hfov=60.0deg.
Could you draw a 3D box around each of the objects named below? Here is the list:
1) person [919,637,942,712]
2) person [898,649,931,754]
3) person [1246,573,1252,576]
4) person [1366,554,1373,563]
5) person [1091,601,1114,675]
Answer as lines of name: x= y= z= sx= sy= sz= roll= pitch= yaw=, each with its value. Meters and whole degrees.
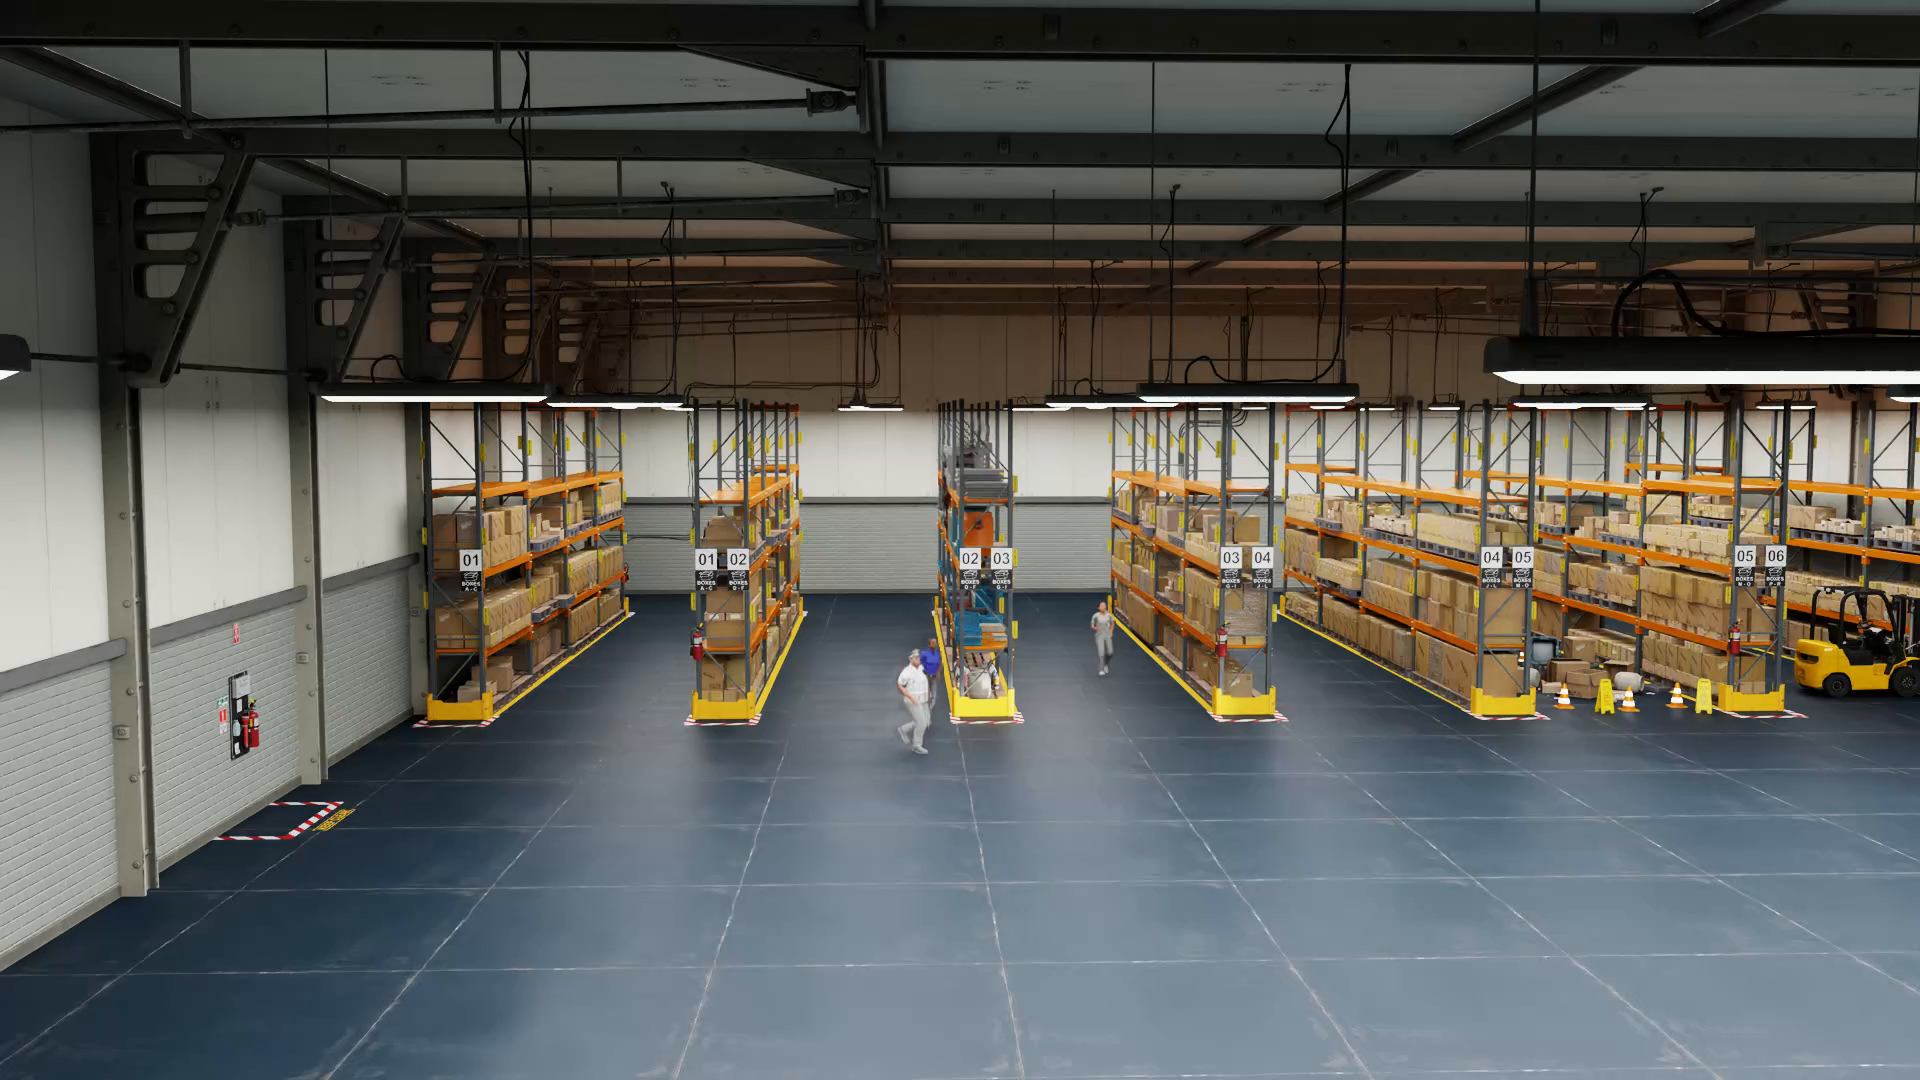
person: x=-0.594 y=2.604 z=30.766 sx=0.587 sy=1.598 sz=0.533 roll=-3 pitch=5 yaw=-38
person: x=-0.794 y=2.717 z=28.212 sx=0.635 sy=1.766 sz=0.658 roll=3 pitch=5 yaw=33
person: x=8.052 y=1.356 z=46.611 sx=0.732 sy=1.671 sz=0.708 roll=1 pitch=4 yaw=14
person: x=11.551 y=1.277 z=46.971 sx=0.675 sy=1.790 sz=0.762 roll=-1 pitch=4 yaw=-15
person: x=3.138 y=2.144 z=36.257 sx=0.554 sy=1.627 sz=0.547 roll=-1 pitch=4 yaw=-8
